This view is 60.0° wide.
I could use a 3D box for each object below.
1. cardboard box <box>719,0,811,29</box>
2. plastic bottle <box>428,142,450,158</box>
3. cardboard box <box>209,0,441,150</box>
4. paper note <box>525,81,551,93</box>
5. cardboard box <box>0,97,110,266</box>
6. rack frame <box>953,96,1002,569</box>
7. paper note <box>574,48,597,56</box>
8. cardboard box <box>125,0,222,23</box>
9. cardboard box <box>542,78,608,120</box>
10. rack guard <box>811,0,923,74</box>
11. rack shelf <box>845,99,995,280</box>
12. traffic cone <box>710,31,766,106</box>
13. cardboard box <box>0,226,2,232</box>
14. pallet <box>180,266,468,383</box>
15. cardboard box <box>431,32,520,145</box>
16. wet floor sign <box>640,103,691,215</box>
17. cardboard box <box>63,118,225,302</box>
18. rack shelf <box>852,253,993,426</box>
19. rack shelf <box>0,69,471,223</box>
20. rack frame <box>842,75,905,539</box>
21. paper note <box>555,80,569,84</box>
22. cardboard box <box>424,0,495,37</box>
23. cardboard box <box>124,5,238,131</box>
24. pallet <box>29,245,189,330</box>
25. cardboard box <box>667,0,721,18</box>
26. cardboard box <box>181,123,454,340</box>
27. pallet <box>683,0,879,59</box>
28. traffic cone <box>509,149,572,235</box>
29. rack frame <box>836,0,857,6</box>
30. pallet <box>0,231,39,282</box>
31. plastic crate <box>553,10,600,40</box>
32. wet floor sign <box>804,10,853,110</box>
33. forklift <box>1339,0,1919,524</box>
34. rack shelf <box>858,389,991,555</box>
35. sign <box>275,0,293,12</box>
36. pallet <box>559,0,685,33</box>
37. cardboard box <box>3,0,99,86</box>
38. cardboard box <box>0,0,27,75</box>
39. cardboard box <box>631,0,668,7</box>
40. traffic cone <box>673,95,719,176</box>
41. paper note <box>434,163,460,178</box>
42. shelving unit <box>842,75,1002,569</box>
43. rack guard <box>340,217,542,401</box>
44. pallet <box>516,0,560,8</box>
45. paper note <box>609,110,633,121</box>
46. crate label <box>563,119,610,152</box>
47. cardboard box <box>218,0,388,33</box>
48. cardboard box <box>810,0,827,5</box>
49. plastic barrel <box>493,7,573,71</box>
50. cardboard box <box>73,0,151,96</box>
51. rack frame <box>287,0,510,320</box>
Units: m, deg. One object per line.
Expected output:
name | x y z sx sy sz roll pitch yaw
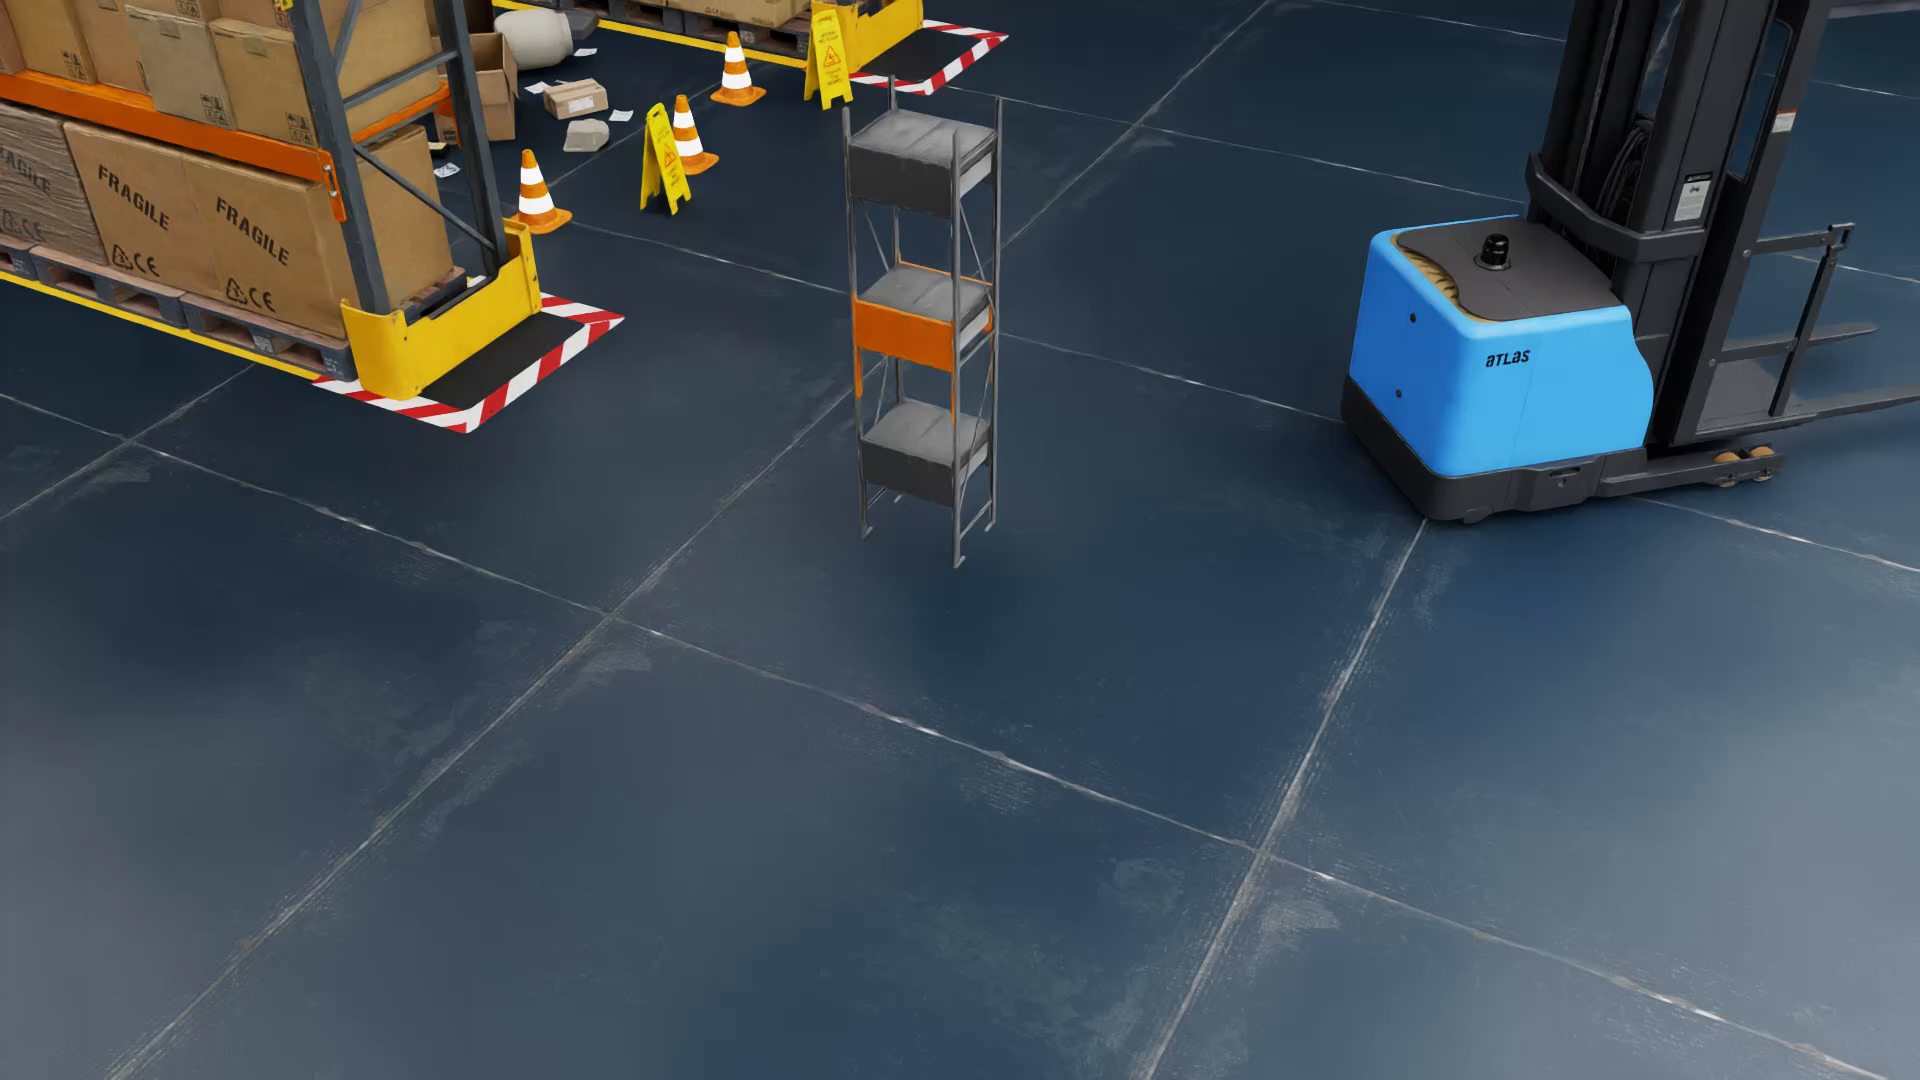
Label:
cardboard box | -1.482 -4.123 12.628 0.500 0.250 0.500 17 40 21
plastic bottle | -3.578 -2.617 11.148 0.283 0.061 0.133 4 37 6
cardboard box | -3.156 -2.417 8.329 0.550 0.550 0.875 17 41 21
paper note | -3.059 -3.288 12.066 0.148 0.019 0.142 -29 46 -33
cardboard box | -5.029 -2.251 9.644 0.875 0.875 0.875 18 41 22
rack frame | 0.070 -0.815 7.086 0.015 2.100 0.400 17 41 21
paper note | -2.837 -3.704 12.604 0.148 0.019 0.142 4 37 6
cardboard box | -3.648 -2.996 8.198 0.550 0.550 0.875 17 41 21
cardboard box | -2.711 -3.108 11.722 0.380 0.149 0.250 -21 42 -25
rack guard | -0.686 -3.990 12.592 0.348 0.500 1.175 17 41 21
rack shelf | -0.147 -1.429 6.761 0.480 0.518 0.431 17 41 21
traffic cone | -1.594 -3.381 11.821 0.334 0.463 0.336 17 41 21
cardboard box | -5.831 -2.499 9.971 0.875 0.875 0.875 18 41 22
pallet | -3.552 -1.348 9.351 1.213 0.211 1.003 17 41 21
cardboard box | -3.343 -3.099 11.416 0.637 0.503 0.797 -8 38 -10
wet floor sign | -1.869 -2.396 10.372 0.232 0.644 0.267 11 38 14
cardboard box | -4.220 -1.996 9.309 0.875 0.875 0.875 17 40 21
rack shelf | -0.147 -0.872 7.184 0.480 0.518 0.431 17 41 21
rack shelf | -4.582 -2.548 9.221 4.000 0.370 1.077 17 41 21
rack frame | -0.364 -0.950 7.265 0.015 2.100 0.400 17 41 21
paper note | -2.901 -3.344 12.147 0.123 0.001 0.032 17 41 21
cardboard box | -3.845 -4.053 12.674 0.500 0.500 0.500 -14 39 -18
cardboard box | -3.654 -2.558 8.515 0.550 0.550 0.875 17 41 21
pallet | -4.631 -1.688 9.799 1.213 0.211 1.003 17 41 21
cardboard box | -1.917 -4.265 12.814 0.500 0.250 0.500 18 41 22
cardboard box | -3.438 -1.752 8.988 0.875 0.875 0.875 18 41 22
pallet | -1.391 -4.119 13.002 1.213 0.211 1.003 17 41 21
traffic cone | -2.624 -2.178 10.237 0.334 0.463 0.336 17 41 21
rack frame | -0.619 -4.964 11.809 0.127 3.000 1.000 17 41 21
pallet | -5.718 -2.026 10.245 1.213 0.211 1.003 17 41 21
plastic crate | -3.154 -4.037 13.002 0.583 0.080 0.402 4 37 6
wet floor sign | -0.942 -3.399 11.694 0.267 0.644 0.232 -29 46 -33
forklift | 3.511 -1.726 7.600 3.031 2.935 1.130 -9 38 -12
rack shelf | -0.147 -0.314 7.607 0.480 0.518 0.431 17 41 21
sign | -3.067 -2.546 7.470 0.005 0.325 0.100 17 41 21
pallet | -2.471 -4.459 13.450 1.213 0.211 1.003 17 41 21
cardboard box | -4.584 -2.907 8.974 0.500 0.550 0.875 17 41 21
cardboard box | -5.100 -3.000 9.097 0.550 0.550 0.875 17 41 21
cardboard box | -2.384 -4.407 13.002 0.500 0.250 0.500 16 40 20
traffic cone | -1.803 -2.690 10.911 0.334 0.463 0.336 17 41 21
paper note | -3.380 -2.431 10.929 0.144 0.017 0.142 -29 46 -33
shelving unit | -0.147 -0.882 7.176 0.503 2.100 0.431 17 41 21
rack guard | -2.784 -1.276 9.018 0.348 0.500 1.175 17 41 21
pallet | -3.558 -4.798 13.896 1.213 0.211 1.003 17 41 21
paper note | -2.374 -2.976 11.645 0.142 0.019 0.148 4 37 6
crate label | -2.529 -2.746 11.254 0.298 0.136 0.250 -2 37 -2
cardboard box | -3.117 -2.892 8.062 0.550 0.550 0.875 17 41 21
cardboard box | -1.208 -4.409 13.004 0.500 0.250 0.500 17 40 21
plastic barrel | -3.149 -3.699 12.274 0.512 0.421 0.421 -14 39 -18
cardboard box | -4.094 -2.781 8.809 0.550 0.550 0.875 17 41 21
rack frame | -2.806 -2.278 8.271 0.127 3.000 1.000 17 41 21
